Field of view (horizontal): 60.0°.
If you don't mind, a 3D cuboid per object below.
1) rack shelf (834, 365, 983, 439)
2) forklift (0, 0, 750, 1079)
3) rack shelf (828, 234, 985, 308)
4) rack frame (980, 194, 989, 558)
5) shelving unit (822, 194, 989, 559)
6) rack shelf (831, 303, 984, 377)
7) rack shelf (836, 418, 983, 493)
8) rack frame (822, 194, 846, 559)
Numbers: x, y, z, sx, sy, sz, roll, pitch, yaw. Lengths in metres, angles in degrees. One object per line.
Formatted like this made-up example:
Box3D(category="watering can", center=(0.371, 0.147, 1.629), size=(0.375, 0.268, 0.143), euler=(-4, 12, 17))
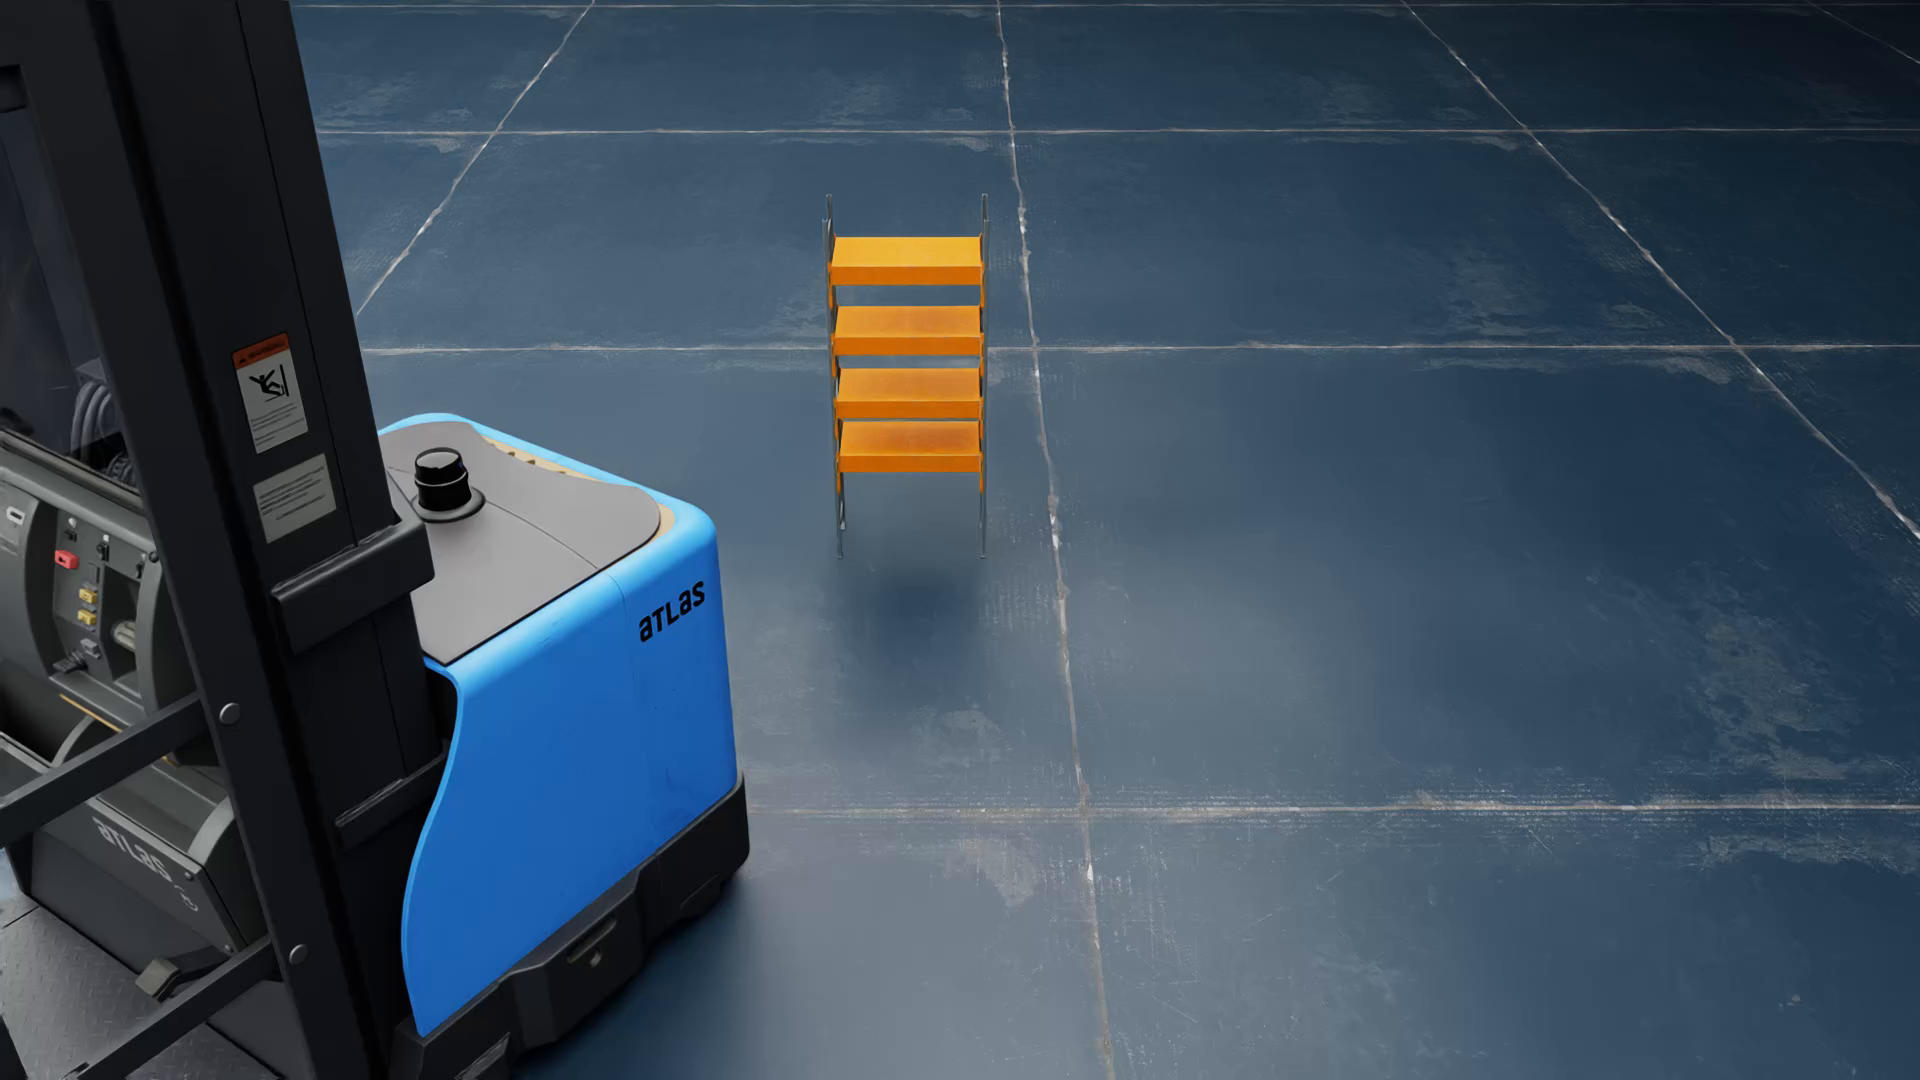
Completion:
Box3D(category="rack shelf", center=(-0.166, -0.455, 5.473), size=(0.480, 0.148, 0.258), euler=(0, 31, 0))
Box3D(category="forklift", center=(-1.791, 0.089, 2.777), size=(1.130, 2.935, 3.031), euler=(20, 36, 29))
Box3D(category="rack shelf", center=(-0.166, -0.848, 5.234), size=(0.480, 0.148, 0.258), euler=(0, 31, 0))
Box3D(category="rack frame", center=(0.078, -0.513, 5.439), size=(0.015, 1.200, 0.240), euler=(0, 31, 0))
Box3D(category="shelving unit", center=(-0.166, -0.512, 5.438), size=(0.503, 1.200, 0.258), euler=(0, 31, 0))
Box3D(category="rack shelf", center=(-0.166, -0.646, 5.357), size=(0.480, 0.148, 0.258), euler=(0, 31, 0))
Box3D(category="rack shelf", center=(-0.166, -0.285, 5.576), size=(0.480, 0.148, 0.258), euler=(0, 31, 0))
Box3D(category="rack frame", center=(-0.410, -0.512, 5.437), size=(0.015, 1.200, 0.240), euler=(0, 31, 0))
